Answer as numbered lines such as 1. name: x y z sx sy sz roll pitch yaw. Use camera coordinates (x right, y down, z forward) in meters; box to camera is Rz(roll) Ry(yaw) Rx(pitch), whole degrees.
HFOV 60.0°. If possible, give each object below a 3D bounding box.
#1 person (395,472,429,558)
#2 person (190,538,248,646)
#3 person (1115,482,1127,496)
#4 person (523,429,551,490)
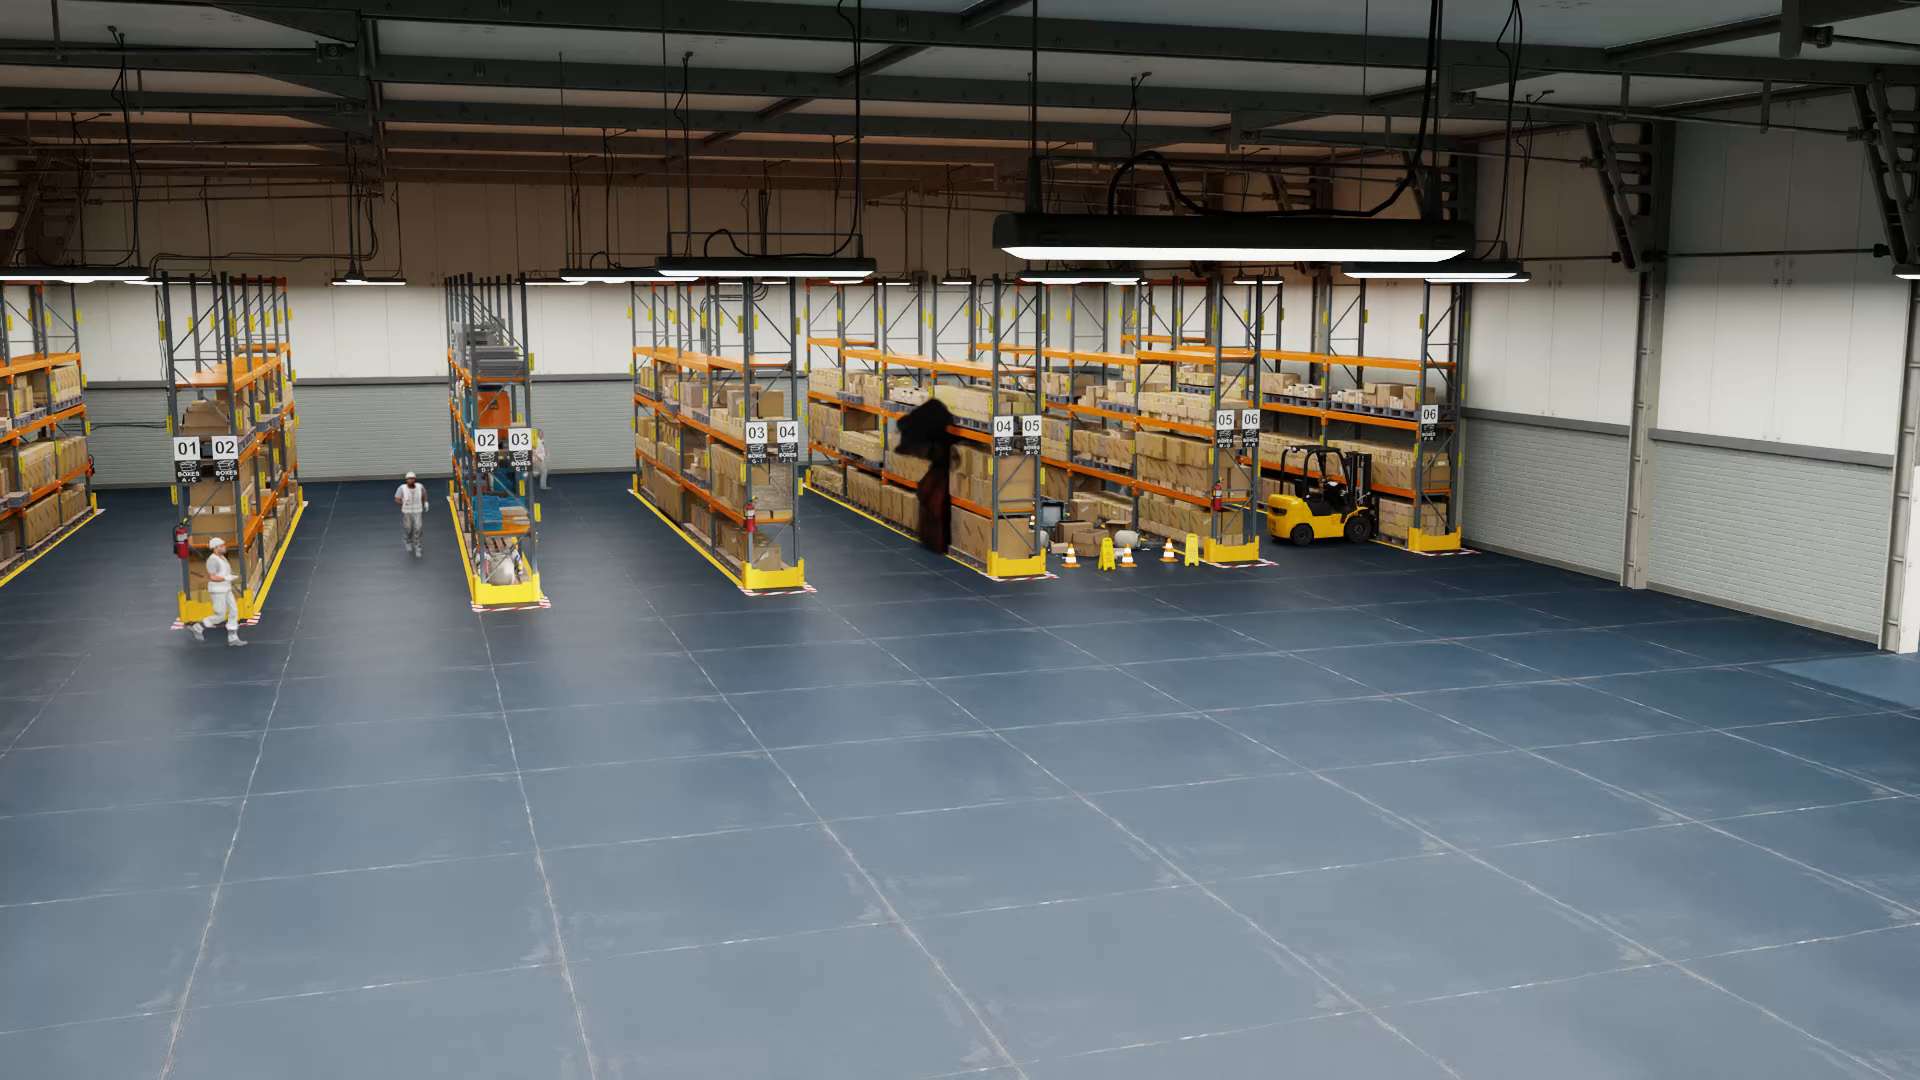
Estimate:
1. person: -11.820 -0.561 35.893 0.703 1.832 0.850 -4 9 -24
2. person: -11.908 0.837 26.658 0.860 1.765 0.660 -1 9 -4
3. person: 4.470 -2.026 45.906 0.646 1.696 0.628 -5 10 -30
4. person: -12.148 -2.305 47.602 0.824 1.754 0.646 -2 9 -13
